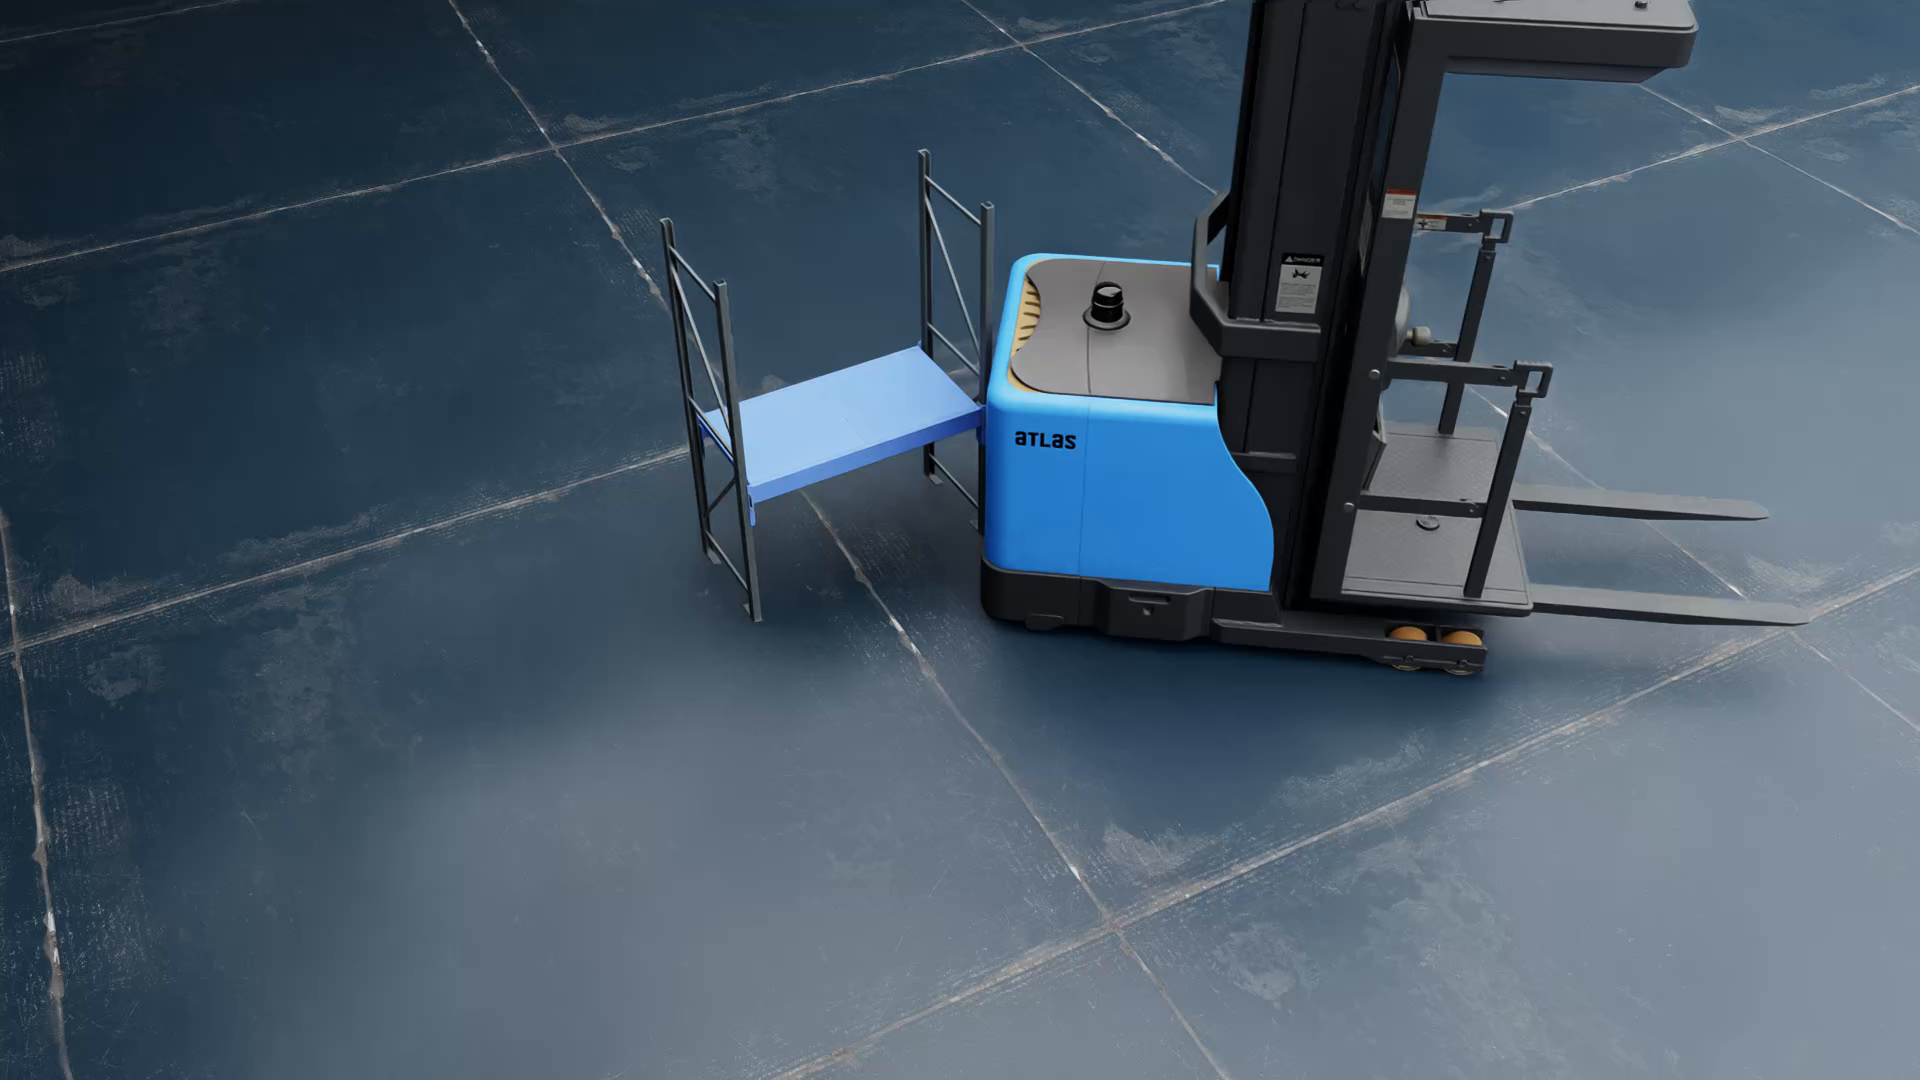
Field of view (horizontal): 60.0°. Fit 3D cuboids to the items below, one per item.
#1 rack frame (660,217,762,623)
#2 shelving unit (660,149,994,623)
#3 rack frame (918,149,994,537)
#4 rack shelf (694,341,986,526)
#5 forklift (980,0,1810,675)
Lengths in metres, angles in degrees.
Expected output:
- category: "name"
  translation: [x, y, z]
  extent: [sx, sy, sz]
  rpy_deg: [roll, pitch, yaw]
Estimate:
- category: "rack frame"
  translation: [-0.898, -0.398, 6.059]
  extent: [0.032, 1.500, 0.500]
  rpy_deg: [-20, 44, -22]
- category: "shelving unit"
  translation: [-0.458, -0.562, 6.253]
  extent: [1.048, 1.500, 0.538]
  rpy_deg: [-20, 44, -22]
- category: "rack frame"
  translation: [-0.018, -0.726, 6.447]
  extent: [0.032, 1.500, 0.500]
  rpy_deg: [-20, 44, -22]
- category: "rack shelf"
  translation: [-0.458, -0.425, 6.369]
  extent: [1.000, 0.185, 0.538]
  rpy_deg: [-20, 44, -22]
- category: "forklift"
  translation: [1.634, -0.985, 5.646]
  extent: [3.031, 2.935, 1.130]
  rpy_deg: [5, 40, 5]
